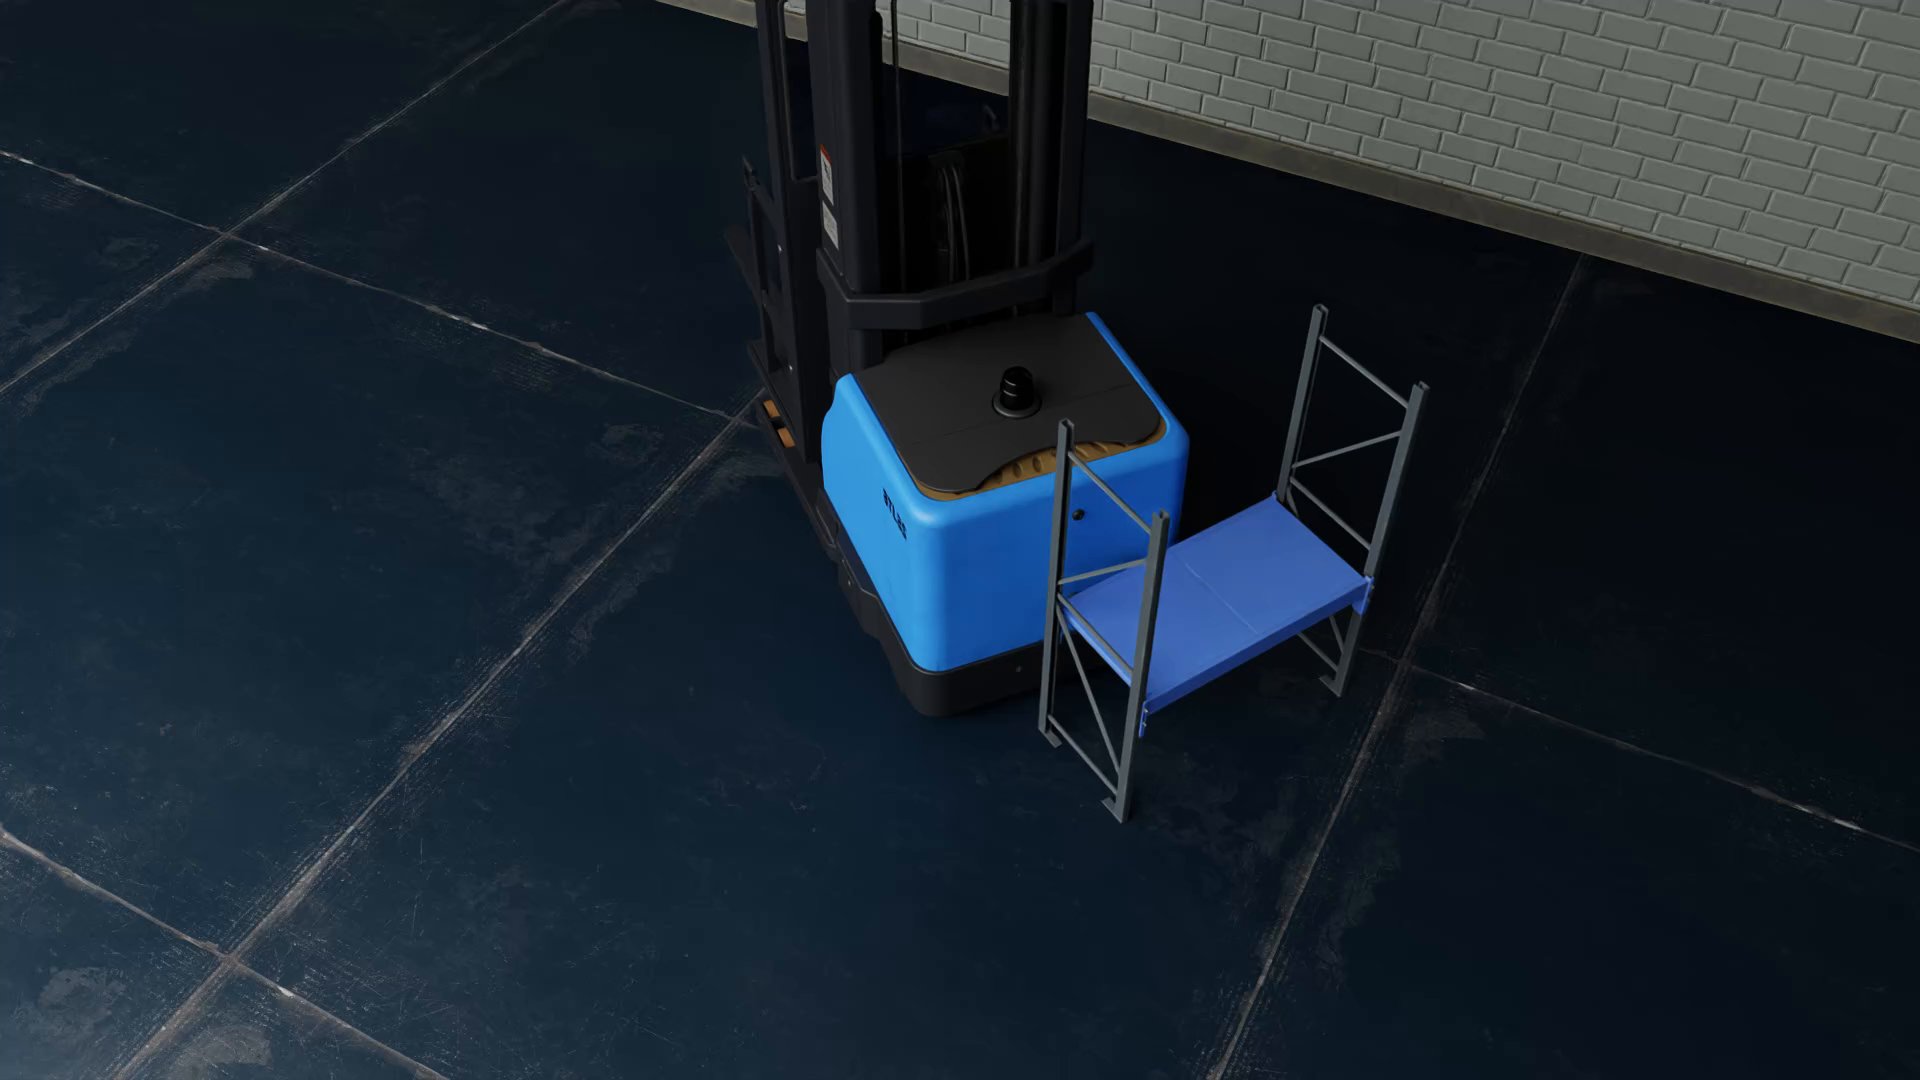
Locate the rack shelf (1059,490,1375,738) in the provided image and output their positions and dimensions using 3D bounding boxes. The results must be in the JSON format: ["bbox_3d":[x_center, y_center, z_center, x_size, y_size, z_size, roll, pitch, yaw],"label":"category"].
[{"bbox_3d":[0.863,0.234,5.712,1.000,0.185,0.538,-25,51,-23],"label":"rack shelf"}]

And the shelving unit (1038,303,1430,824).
[{"bbox_3d":[0.864,0.109,5.583,1.048,1.500,0.538,-25,51,-23],"label":"shelving unit"}]

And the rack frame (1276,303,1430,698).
[{"bbox_3d":[1.288,-0.091,5.780,0.032,1.500,0.500,-25,51,-23],"label":"rack frame"}]

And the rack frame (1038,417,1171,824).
[{"bbox_3d":[0.441,0.309,5.385,0.032,1.500,0.500,-25,51,-23],"label":"rack frame"}]

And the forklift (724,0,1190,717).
[{"bbox_3d":[-0.232,-1.453,6.125,1.130,2.935,3.031,-16,48,-16],"label":"forklift"}]
